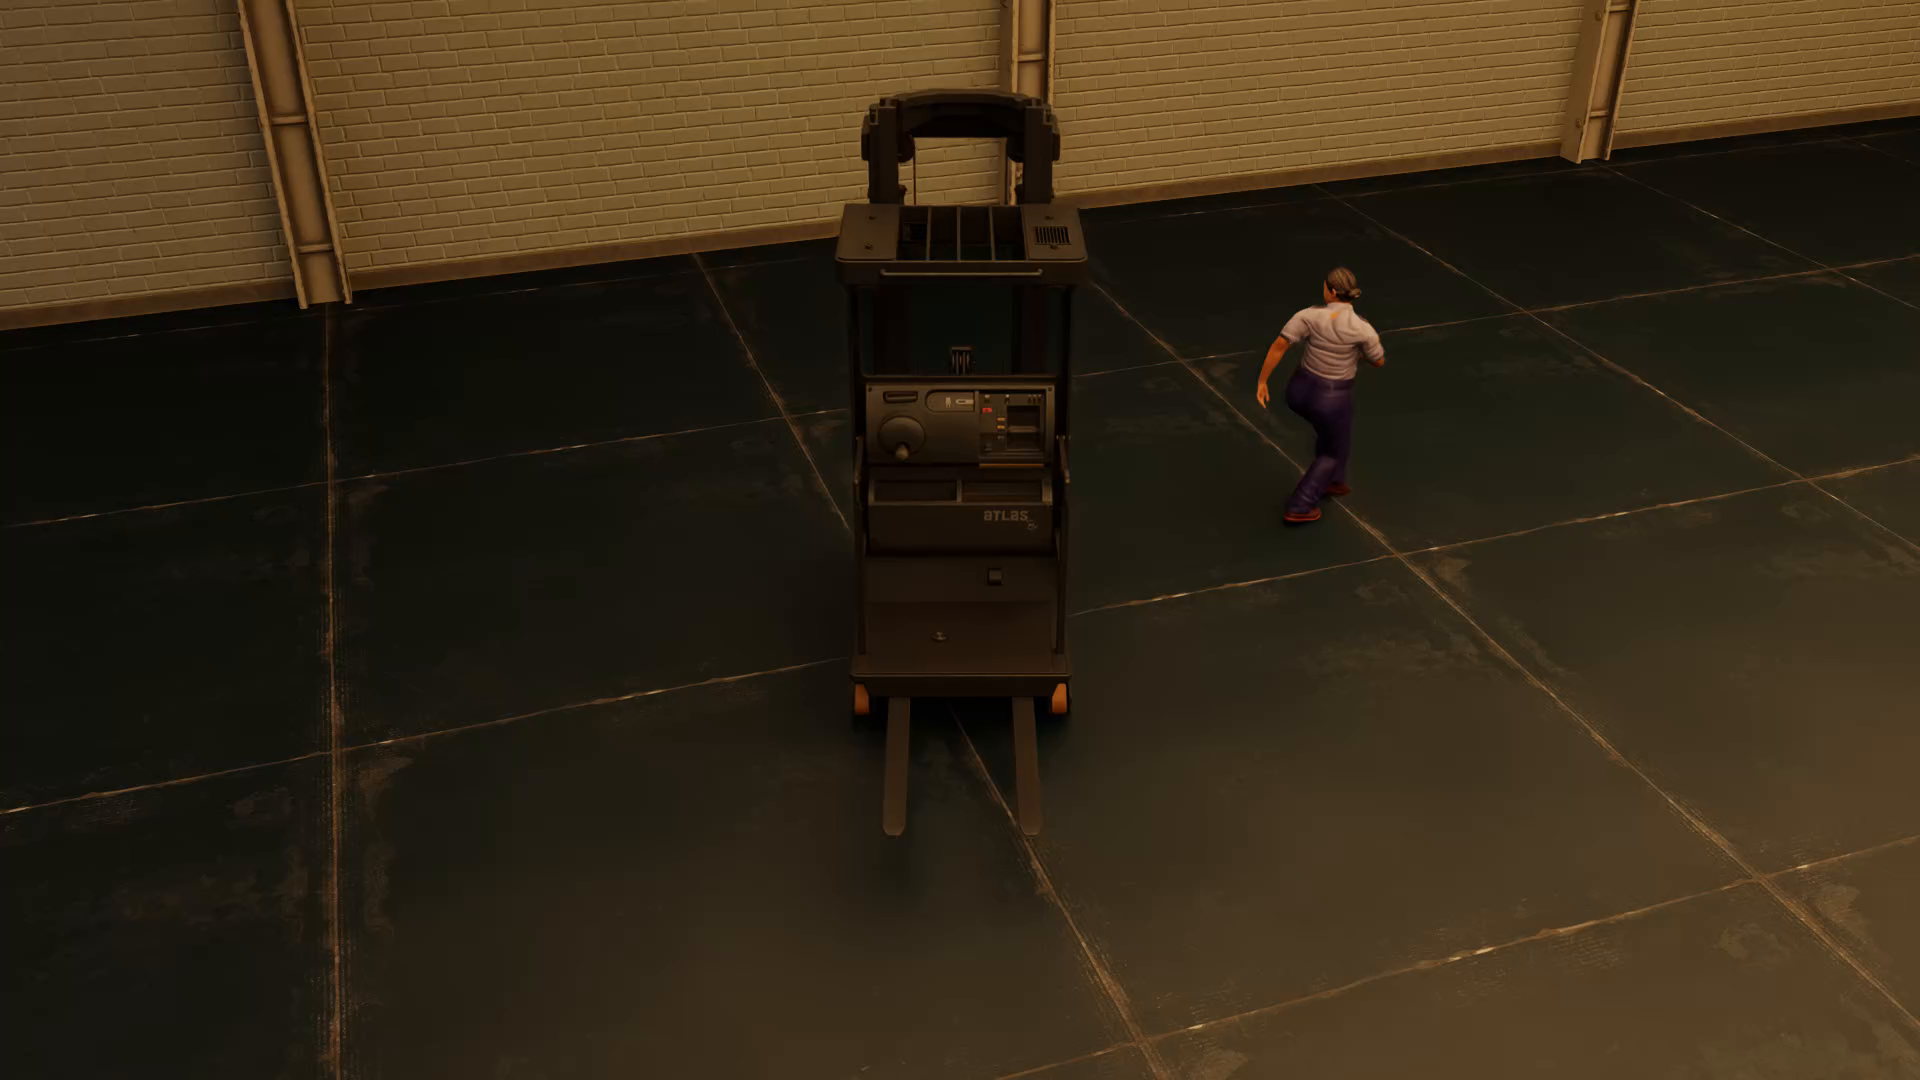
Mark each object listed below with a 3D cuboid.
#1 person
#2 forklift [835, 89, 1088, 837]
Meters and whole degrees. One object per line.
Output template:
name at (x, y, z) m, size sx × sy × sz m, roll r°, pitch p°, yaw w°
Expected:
person at (2.211, -0.855, 9.979) m, size 0.850 × 1.633 × 0.518 m, roll -24°, pitch 38°, yaw -36°
forklift at (0.004, -0.532, 8.011) m, size 1.130 × 2.935 × 3.031 m, roll 0°, pitch 30°, yaw 0°
